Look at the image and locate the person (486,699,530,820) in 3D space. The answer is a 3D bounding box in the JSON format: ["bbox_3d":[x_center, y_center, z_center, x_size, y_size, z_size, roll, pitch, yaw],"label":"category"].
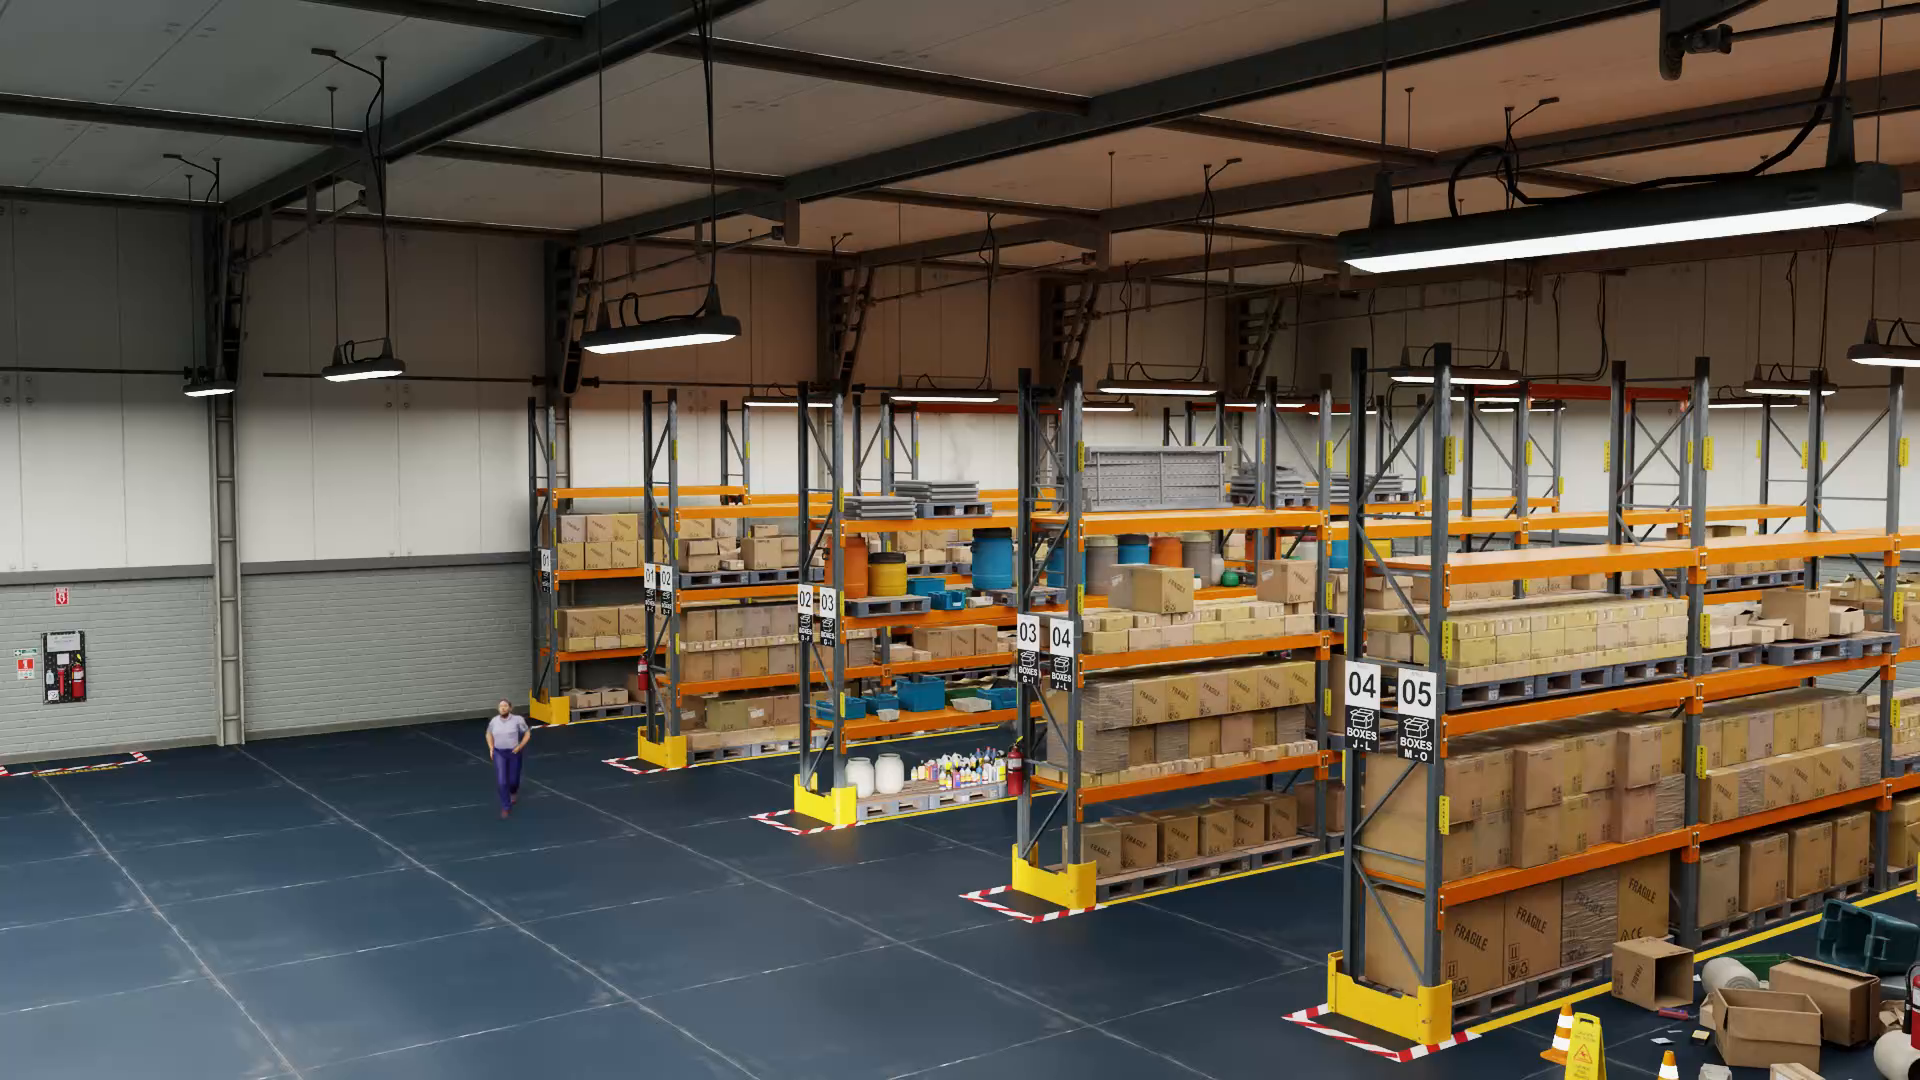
[{"bbox_3d":[-6.268,3.009,23.059,0.612,1.635,0.673,0,3,-7],"label":"person"}]

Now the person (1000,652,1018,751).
[{"bbox_3d":[0.922,2.686,27.301,0.571,1.729,0.674,-3,5,-43],"label":"person"}]

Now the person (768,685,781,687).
[{"bbox_3d":[-3.390,2.486,30.628,0.635,1.733,0.569,3,5,42],"label":"person"}]
